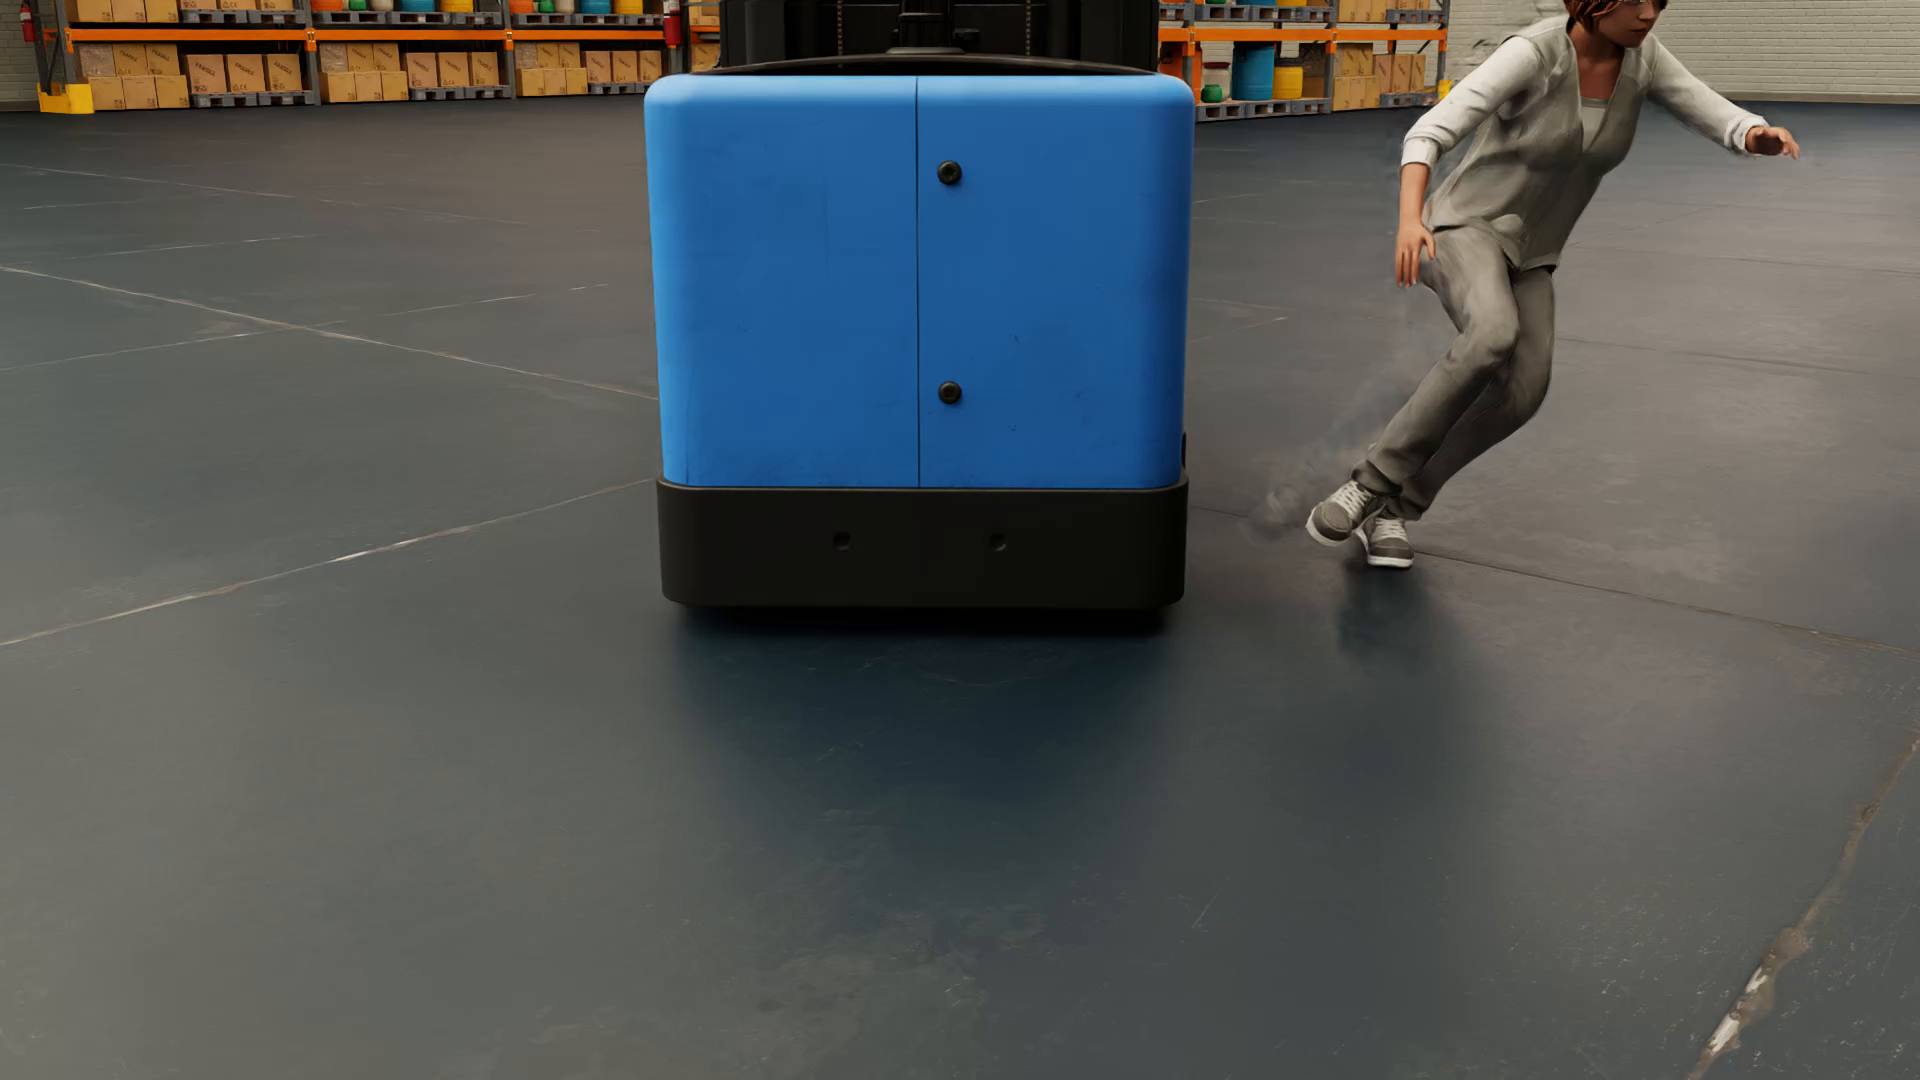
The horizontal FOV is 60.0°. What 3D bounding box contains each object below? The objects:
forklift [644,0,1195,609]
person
[{"bbox_3d":[-0.047,-1.640,4.297,1.130,2.935,3.031,0,17,1],"label":"forklift"},{"bbox_3d":[1.213,-0.575,3.521,0.915,1.368,0.839,-7,18,-23],"label":"person"}]
